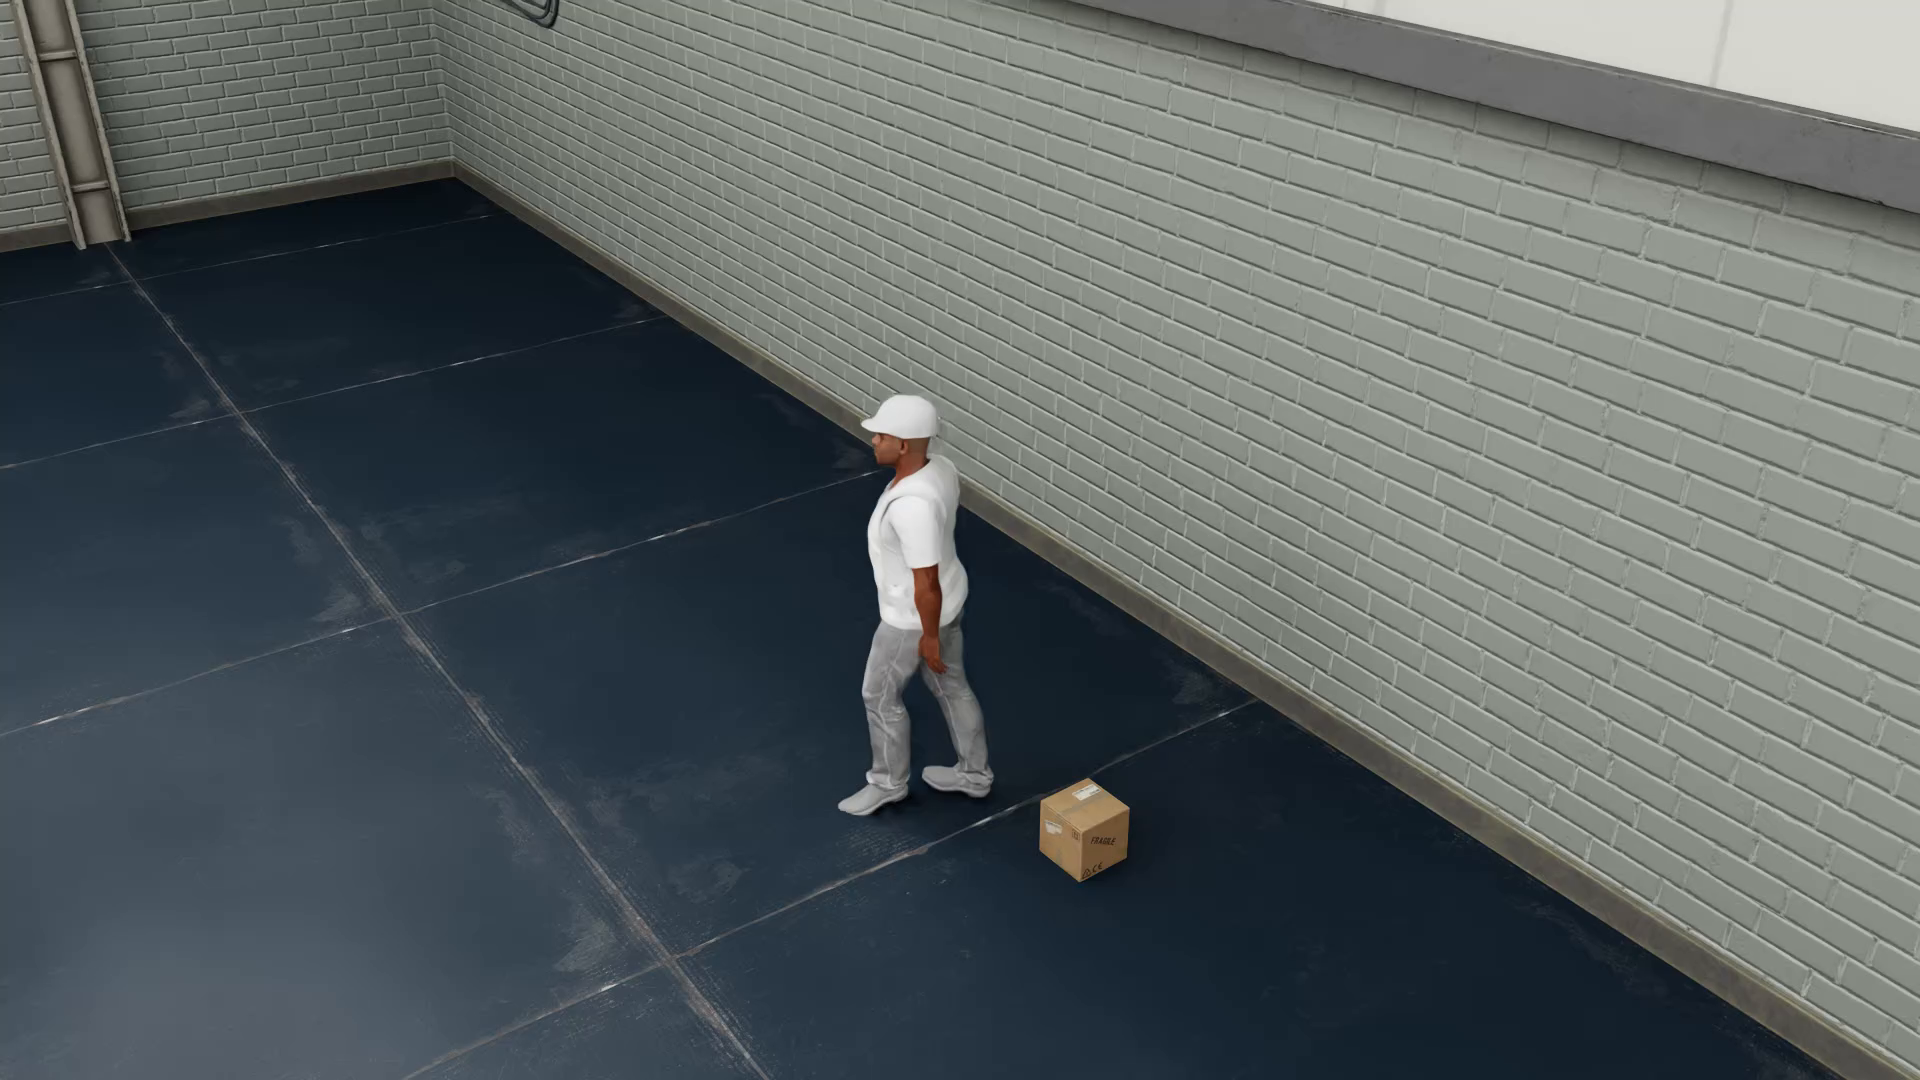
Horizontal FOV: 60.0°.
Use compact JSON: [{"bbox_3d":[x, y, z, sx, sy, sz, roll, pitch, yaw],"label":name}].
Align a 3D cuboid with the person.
[{"bbox_3d":[-0.147,0.279,6.594,0.613,1.799,0.567,9,30,16],"label":"person"}]
